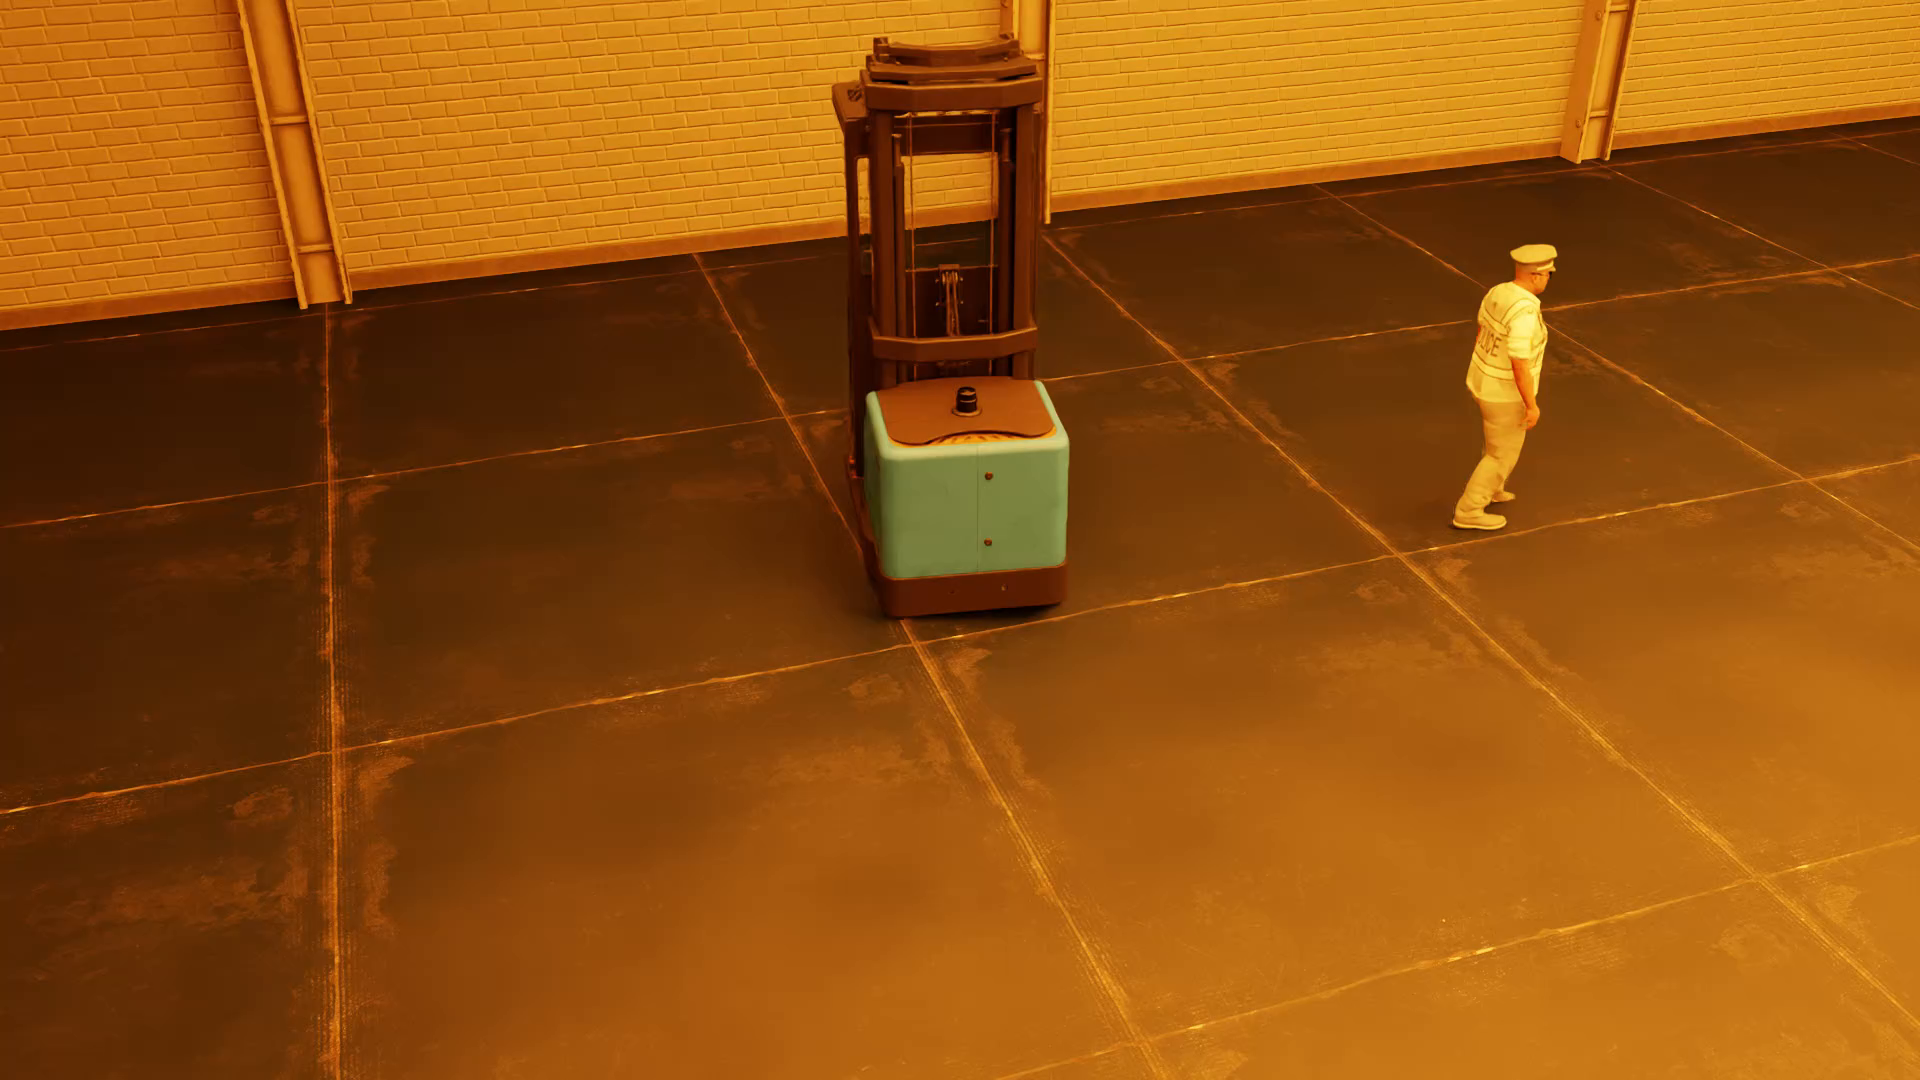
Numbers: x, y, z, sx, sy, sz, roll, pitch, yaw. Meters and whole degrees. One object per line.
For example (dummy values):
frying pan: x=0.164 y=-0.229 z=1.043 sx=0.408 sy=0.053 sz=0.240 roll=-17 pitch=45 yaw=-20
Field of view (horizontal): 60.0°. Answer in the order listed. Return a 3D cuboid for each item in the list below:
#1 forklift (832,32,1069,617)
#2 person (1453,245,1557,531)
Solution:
forklift: x=-0.137 y=-1.564 z=9.805 sx=1.130 sy=2.935 sz=3.031 roll=-4 pitch=30 yaw=-8
person: x=3.275 y=-0.879 z=9.857 sx=0.542 sy=1.791 sz=0.631 roll=-1 pitch=30 yaw=-2
